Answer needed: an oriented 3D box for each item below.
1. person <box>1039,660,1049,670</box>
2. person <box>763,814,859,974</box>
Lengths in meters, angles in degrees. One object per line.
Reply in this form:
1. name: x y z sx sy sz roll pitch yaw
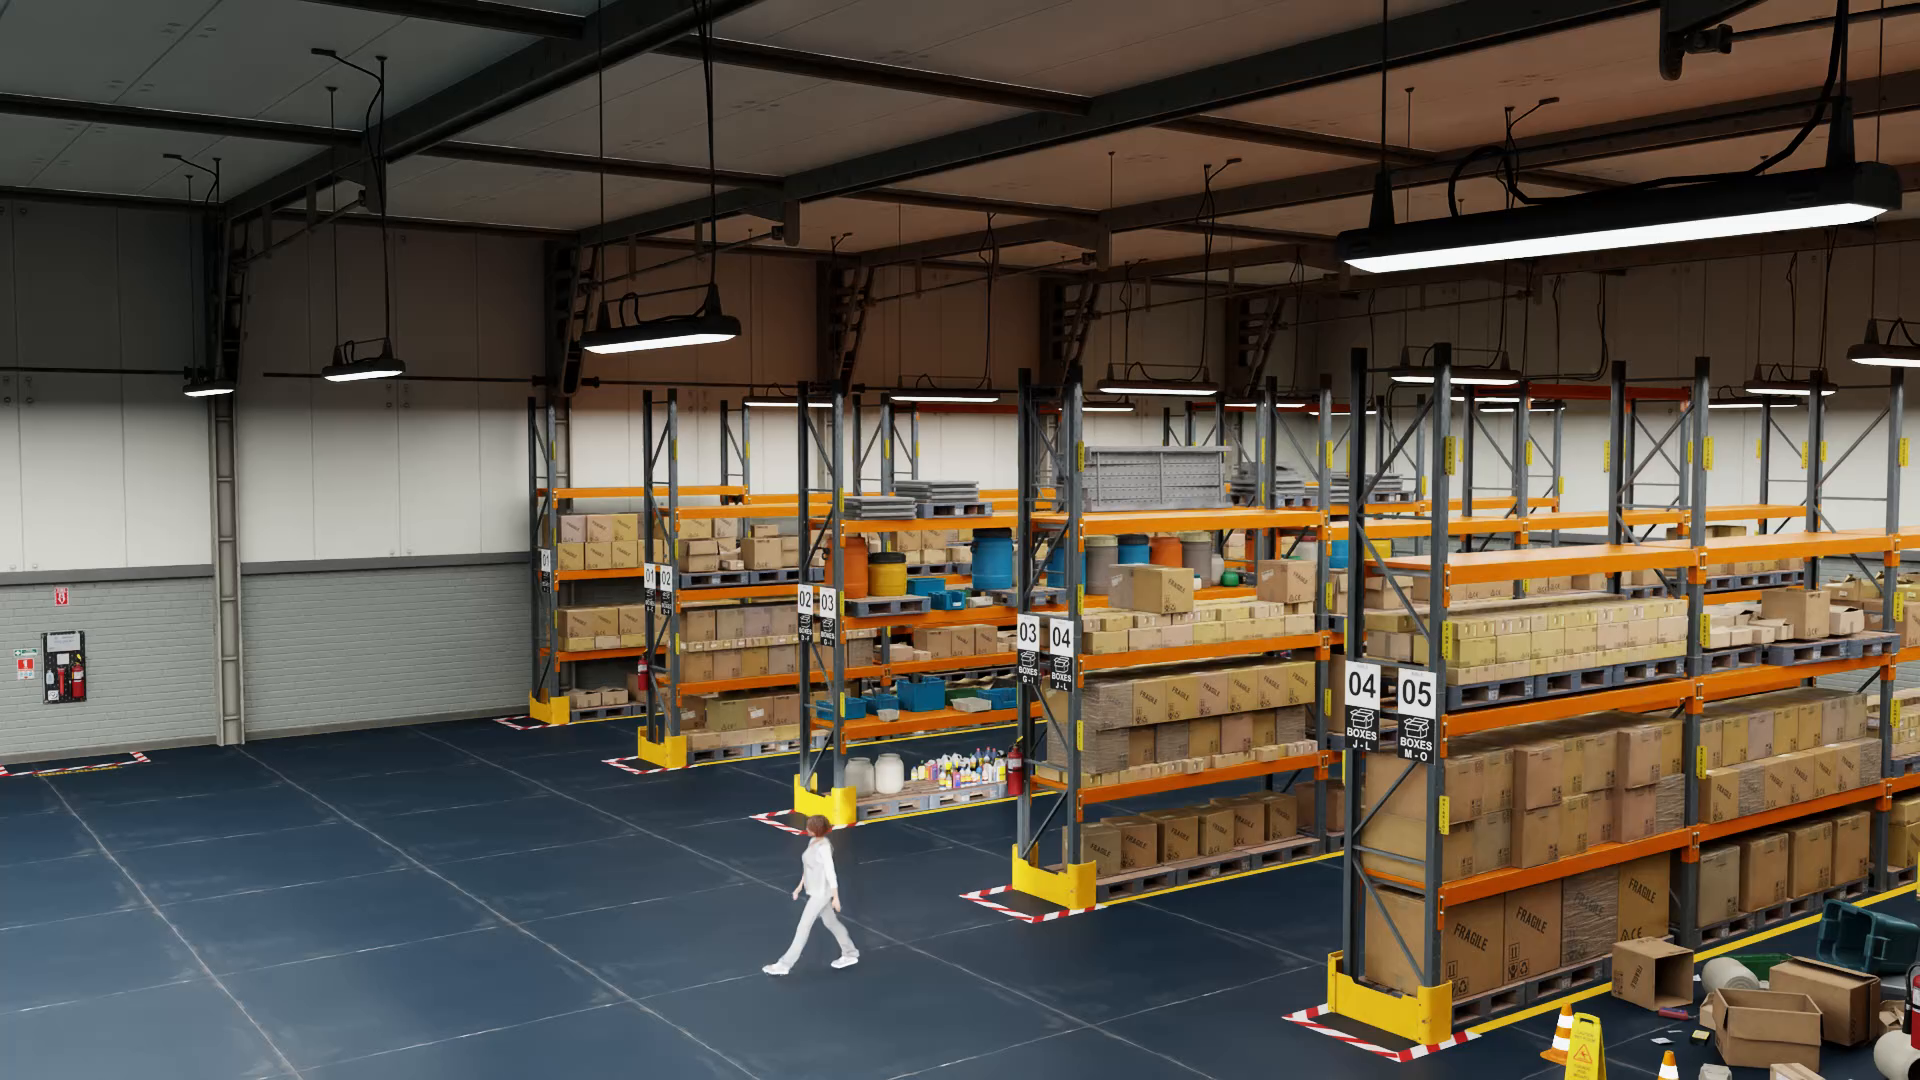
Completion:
1. person: 2.094 2.080 35.394 0.948 1.689 0.511 -3 4 -39
2. person: -1.449 3.421 16.126 0.972 1.543 0.449 -1 3 -13
